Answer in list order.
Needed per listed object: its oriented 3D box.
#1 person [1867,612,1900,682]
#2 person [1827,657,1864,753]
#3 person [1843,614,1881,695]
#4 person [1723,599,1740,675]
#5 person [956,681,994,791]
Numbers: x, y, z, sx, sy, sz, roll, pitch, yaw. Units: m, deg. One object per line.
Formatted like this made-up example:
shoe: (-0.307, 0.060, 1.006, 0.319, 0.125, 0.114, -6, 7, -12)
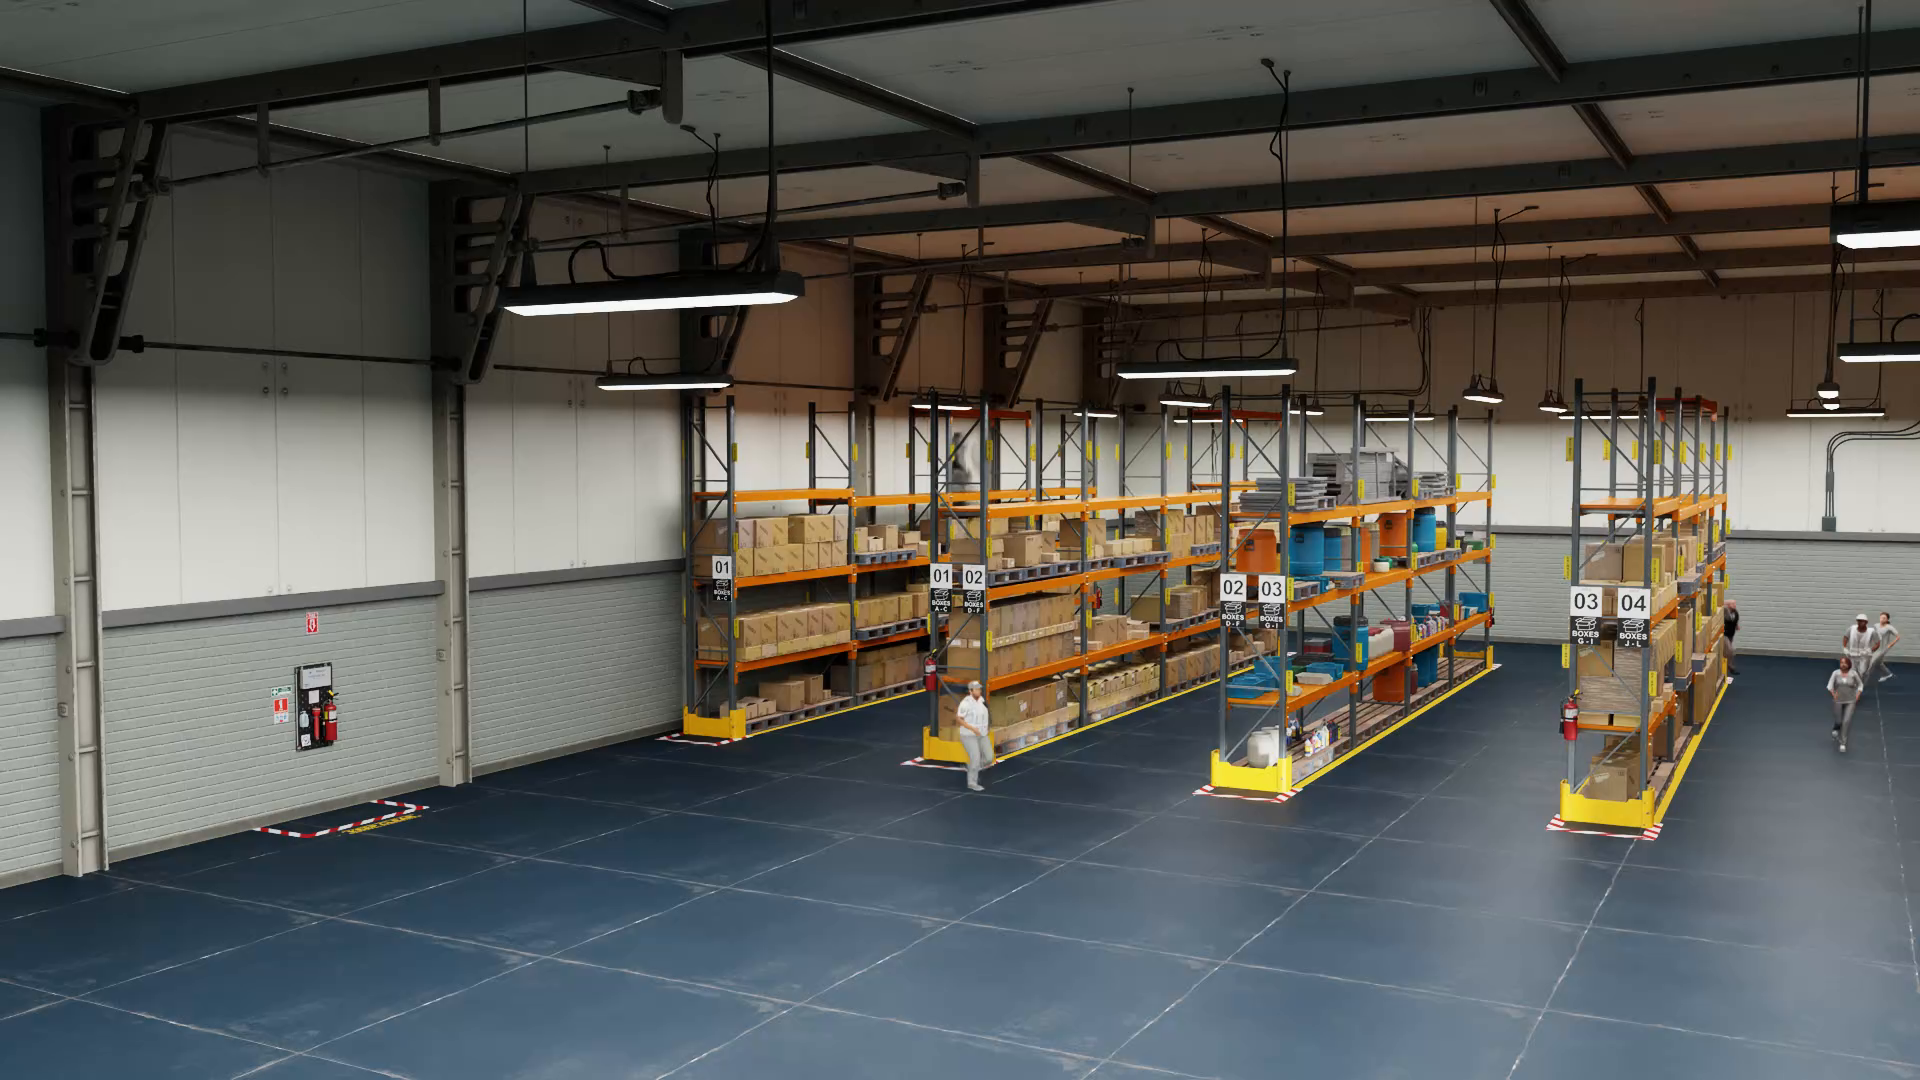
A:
person: (19.627, 2.323, 35.416, 0.981, 1.607, 0.650, -1, 3, -18)
person: (14.919, 2.754, 28.028, 0.545, 1.589, 0.726, 2, 3, 29)
person: (18.386, 2.371, 33.925, 0.692, 1.736, 0.720, -3, 4, -44)
person: (17.348, 2.177, 37.744, 0.685, 1.692, 0.963, -1, 3, -15)
person: (0.216, 2.897, 24.652, 0.622, 1.631, 0.536, -3, 4, -43)
